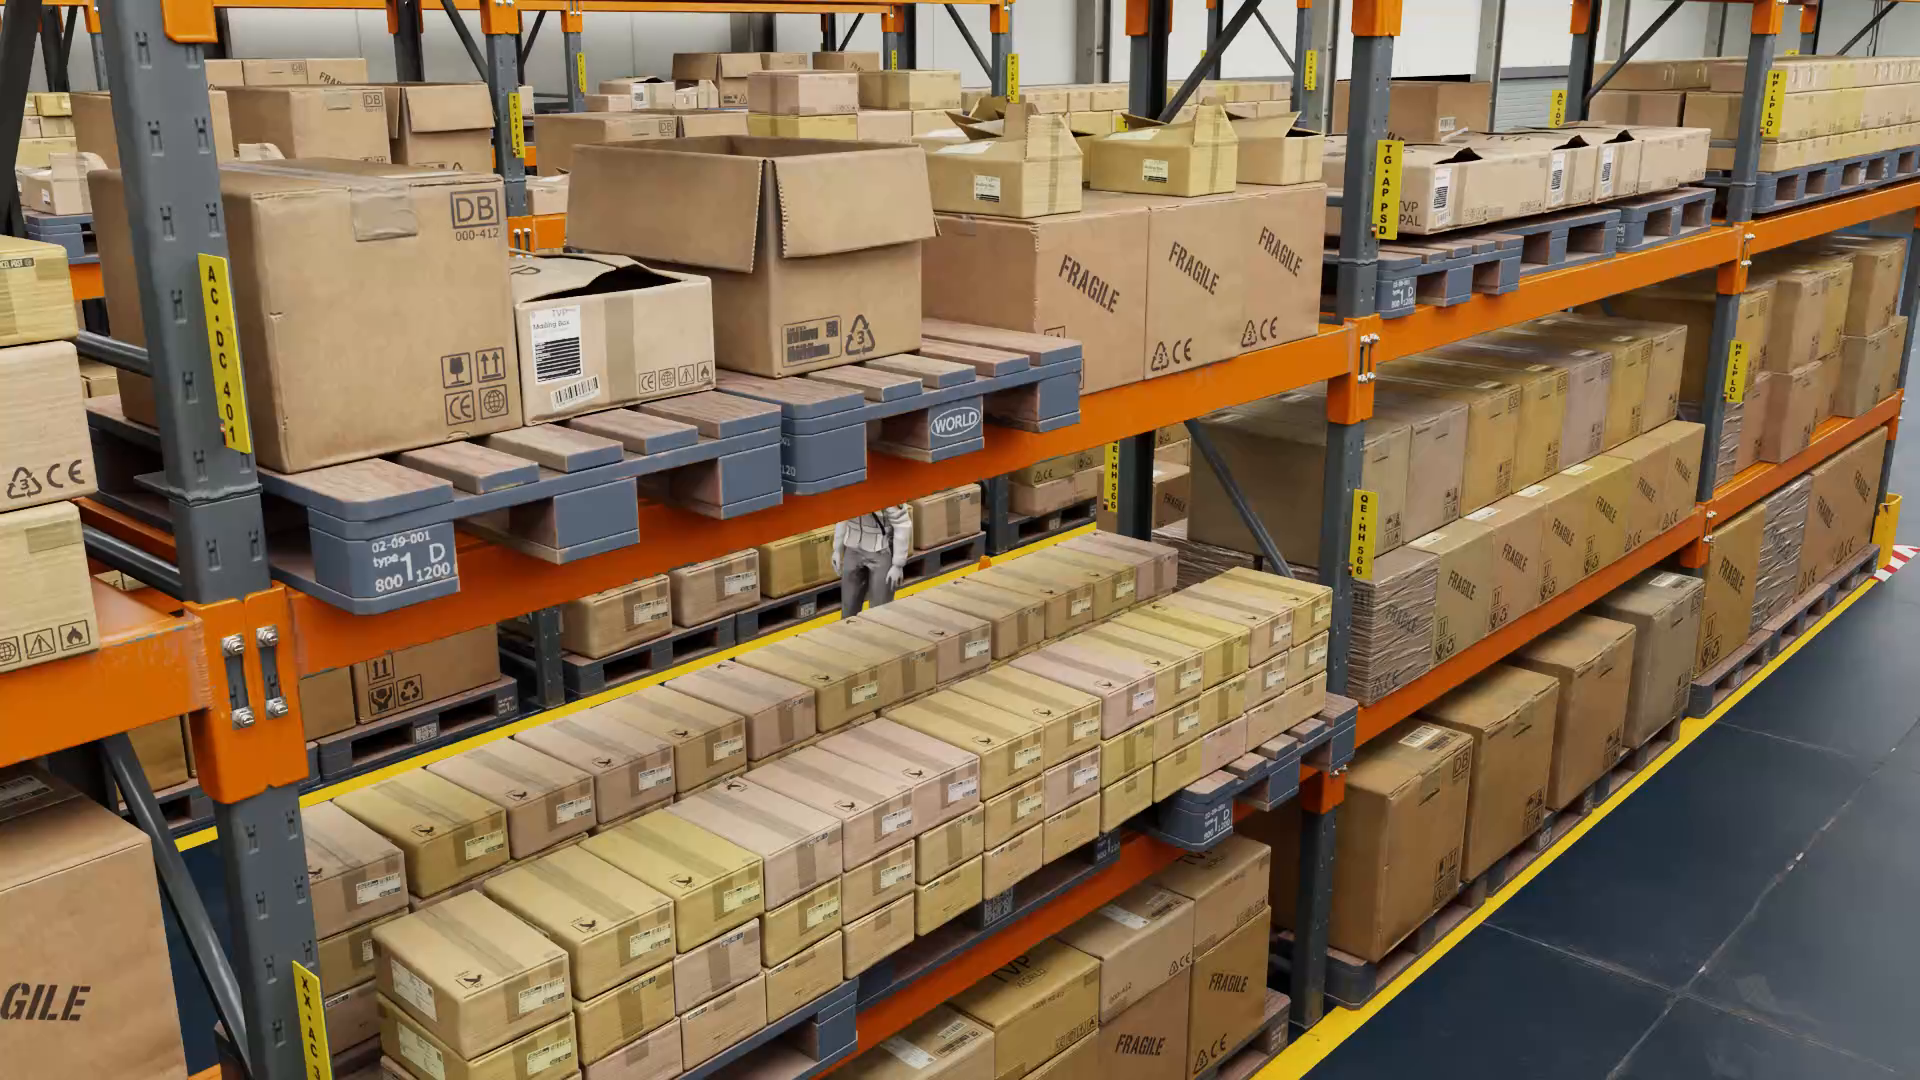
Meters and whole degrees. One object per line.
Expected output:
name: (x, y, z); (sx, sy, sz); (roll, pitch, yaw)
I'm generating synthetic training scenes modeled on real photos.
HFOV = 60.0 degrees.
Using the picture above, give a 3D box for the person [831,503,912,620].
person: (-0.527, 0.111, 9.678); (0.541, 1.662, 0.375); (13, 21, 36)
